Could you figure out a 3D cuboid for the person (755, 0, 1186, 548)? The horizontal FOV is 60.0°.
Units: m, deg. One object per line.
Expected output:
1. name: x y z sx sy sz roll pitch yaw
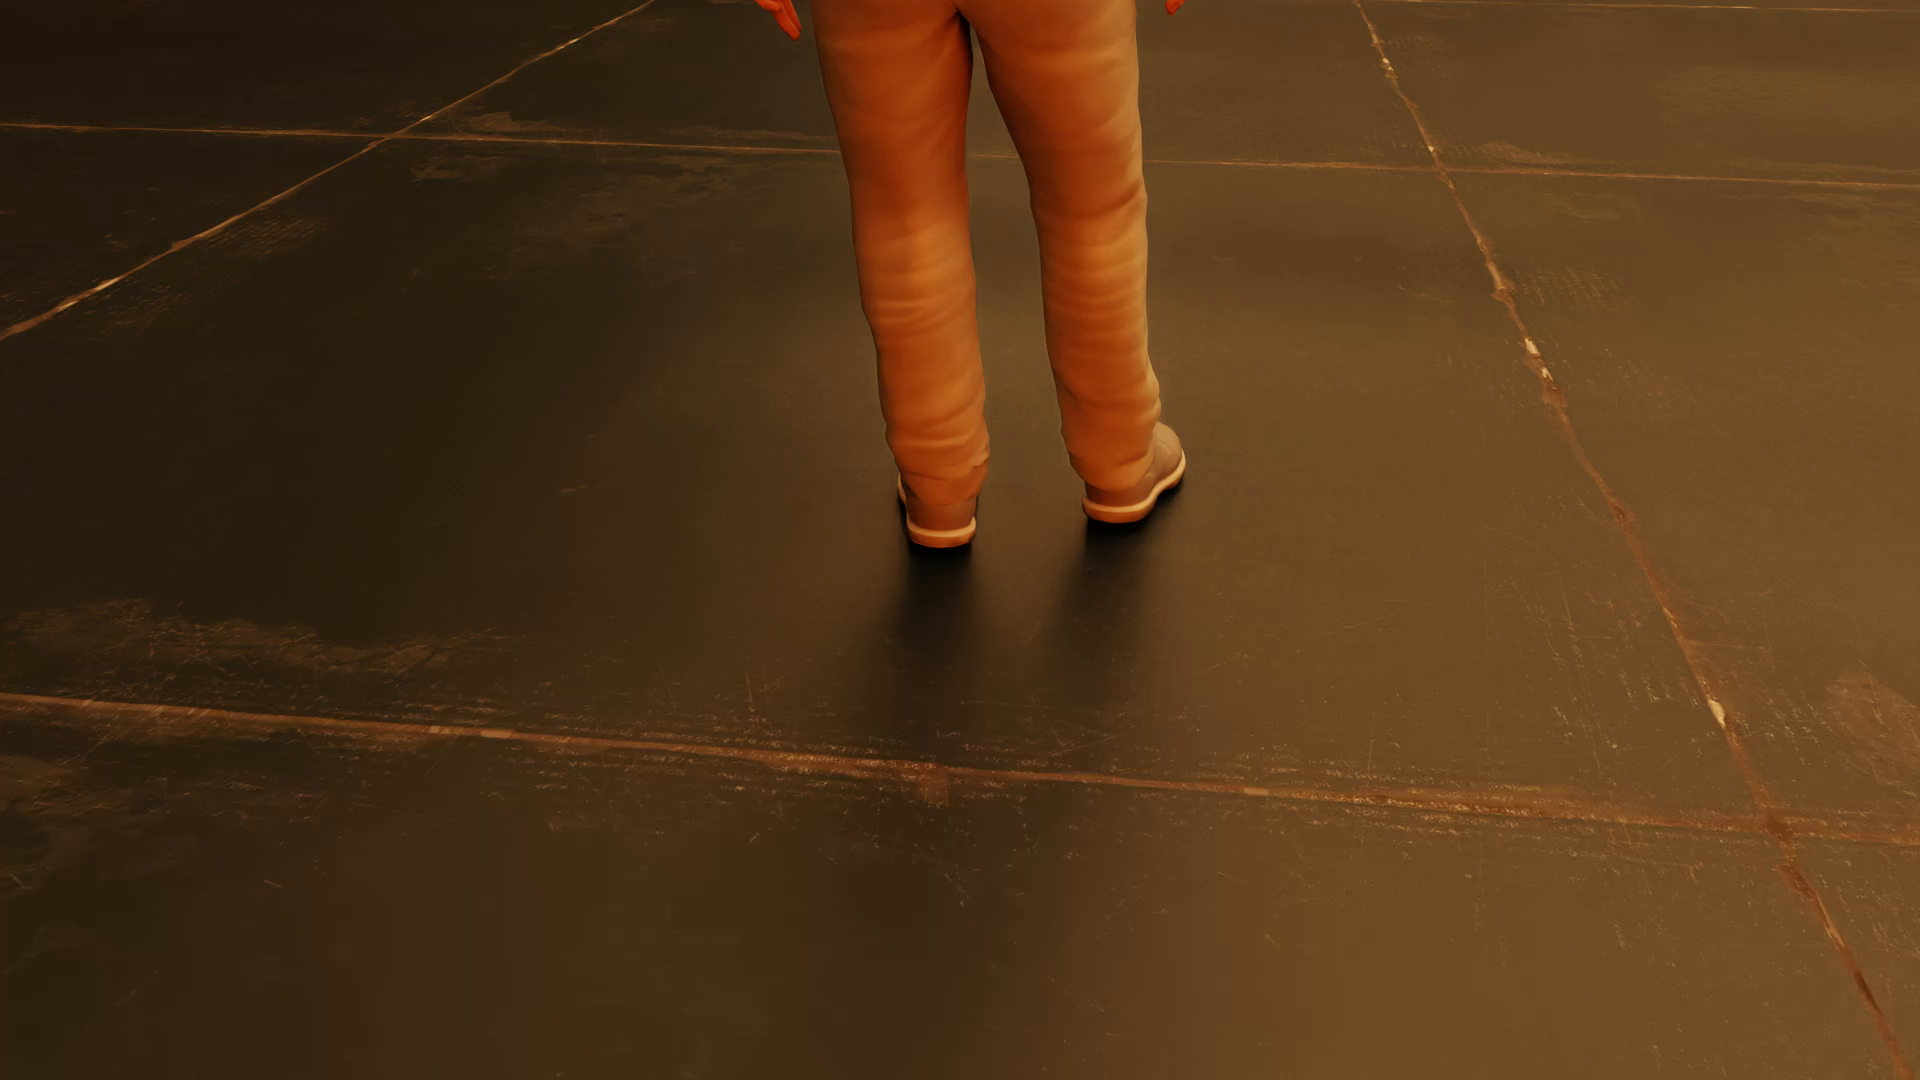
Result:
1. person: 0.022 -0.838 2.167 0.641 1.780 0.574 3 27 7
